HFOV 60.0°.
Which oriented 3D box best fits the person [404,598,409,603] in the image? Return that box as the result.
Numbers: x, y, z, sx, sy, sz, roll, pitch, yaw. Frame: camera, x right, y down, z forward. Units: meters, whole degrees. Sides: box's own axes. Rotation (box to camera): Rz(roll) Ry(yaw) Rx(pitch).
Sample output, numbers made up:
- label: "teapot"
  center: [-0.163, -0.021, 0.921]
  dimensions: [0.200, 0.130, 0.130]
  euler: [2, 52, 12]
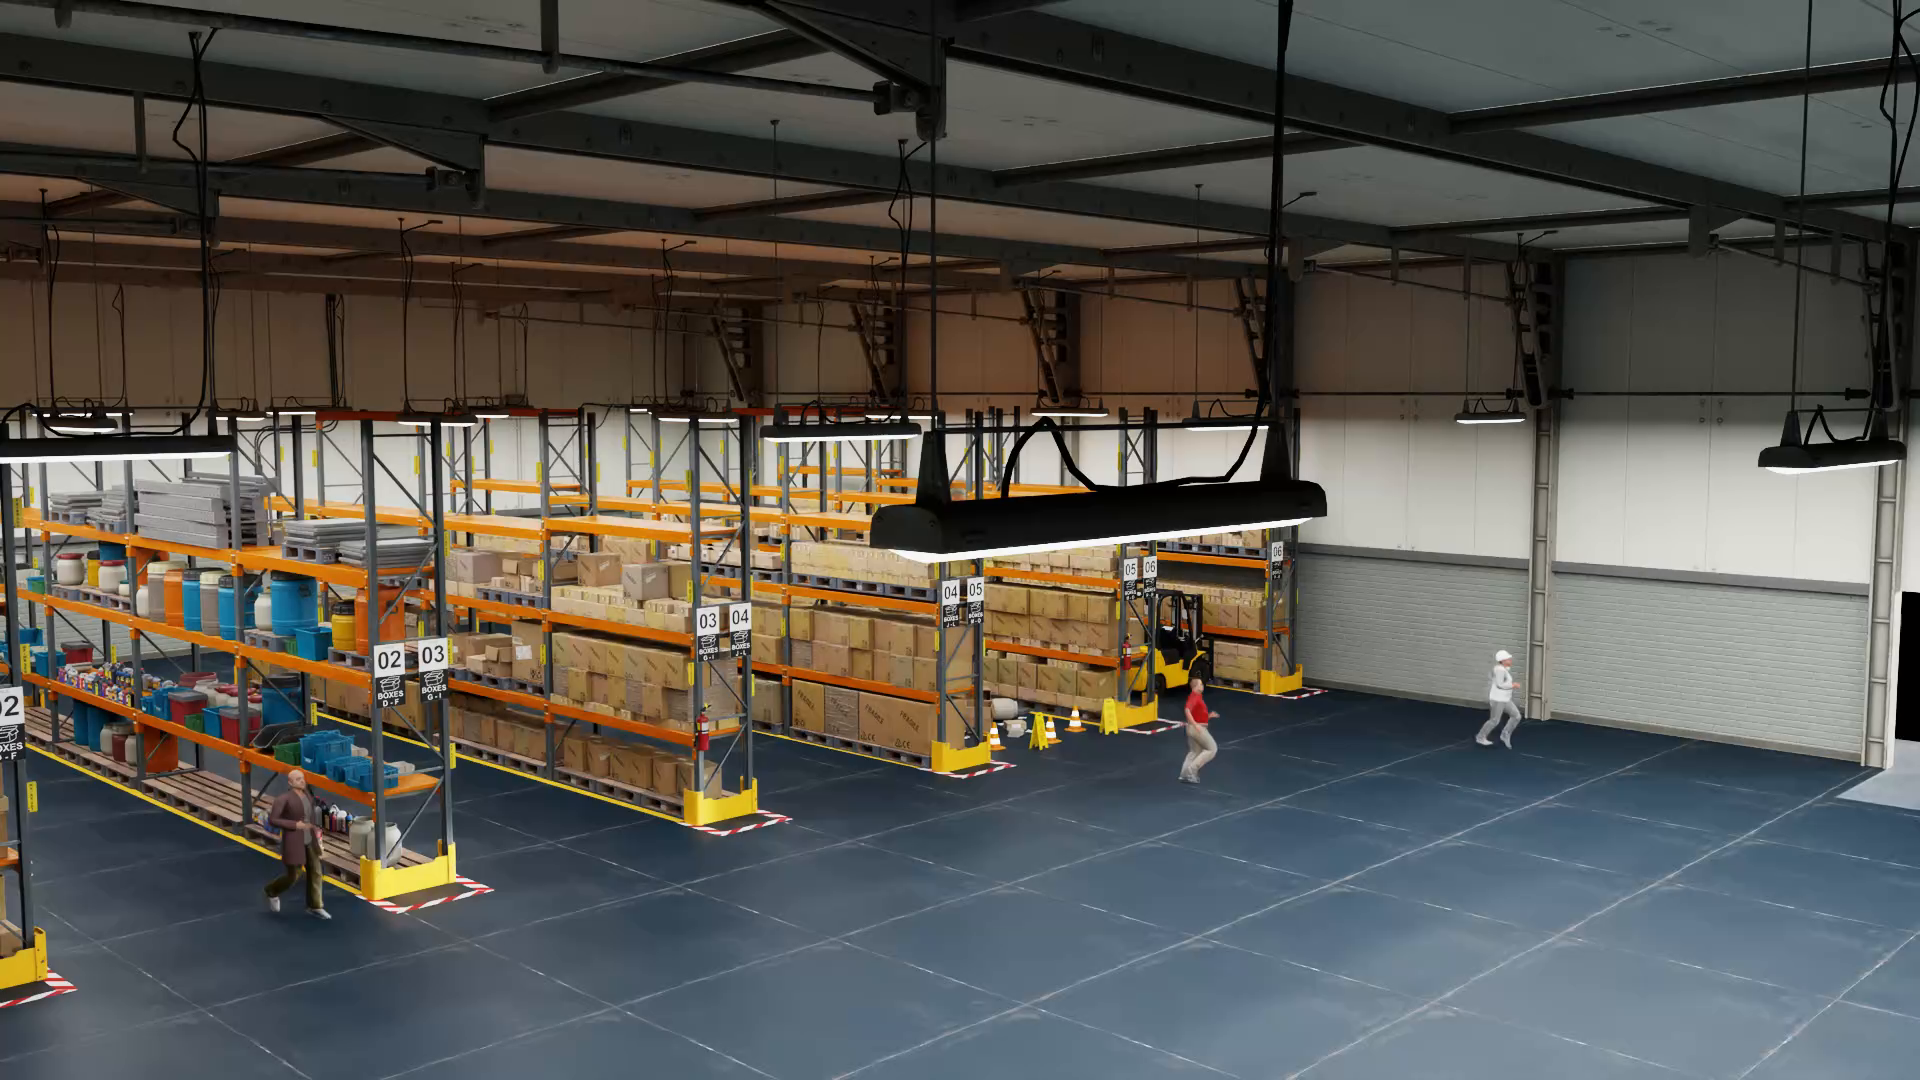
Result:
- label: "person"
  center: [-12.962, 2.133, 38.432]
  dimensions: [0.659, 1.638, 0.506]
  euler: [0, 5, 4]

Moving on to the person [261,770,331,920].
- label: "person"
  center: [-8.012, 3.674, 20.094]
  dimensions: [0.925, 1.805, 0.727]
  euler: [2, 5, 23]

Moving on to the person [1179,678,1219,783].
- label: "person"
  center: [3.897, 3.089, 26.979]
  dimensions: [0.642, 1.690, 0.646]
  euler: [0, 5, -4]

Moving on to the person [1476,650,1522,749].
- label: "person"
  center: [9.574, 2.847, 29.533]
  dimensions: [0.777, 1.795, 0.640]
  euler: [3, 6, 29]
